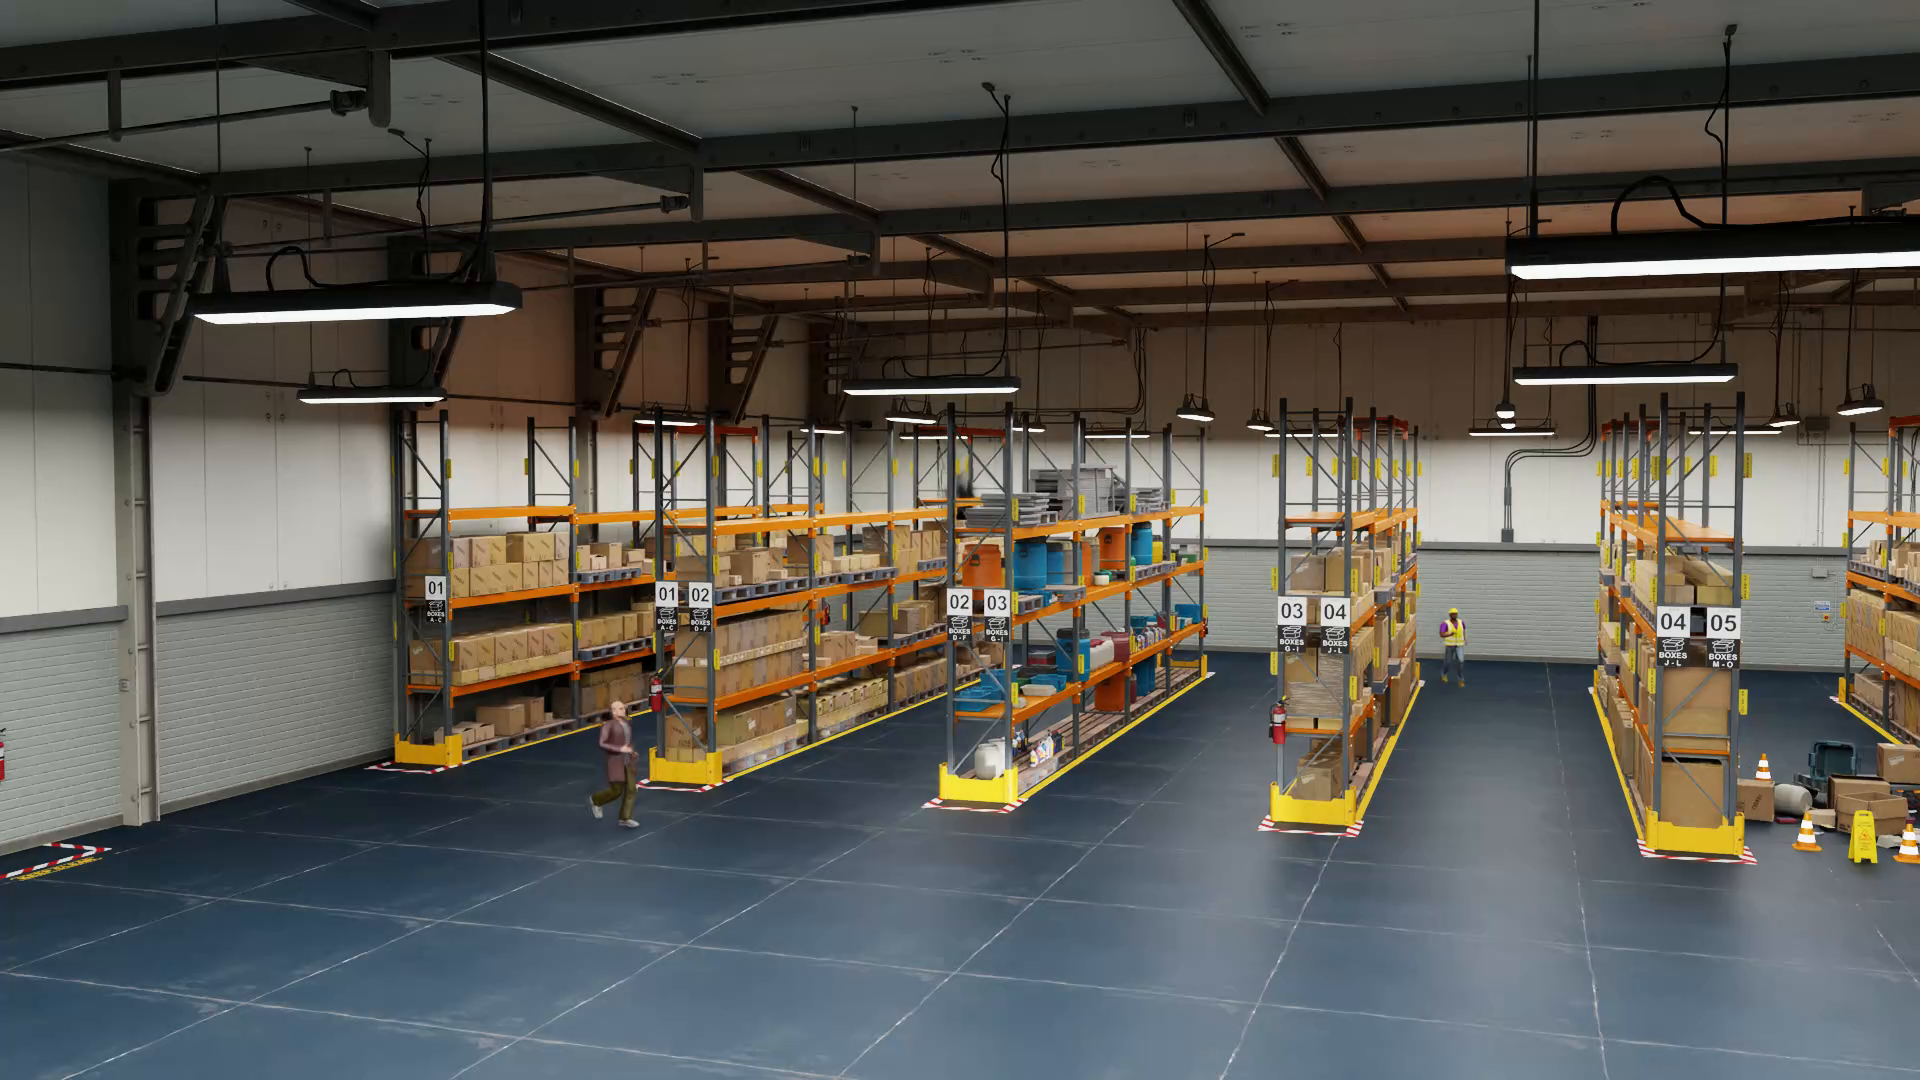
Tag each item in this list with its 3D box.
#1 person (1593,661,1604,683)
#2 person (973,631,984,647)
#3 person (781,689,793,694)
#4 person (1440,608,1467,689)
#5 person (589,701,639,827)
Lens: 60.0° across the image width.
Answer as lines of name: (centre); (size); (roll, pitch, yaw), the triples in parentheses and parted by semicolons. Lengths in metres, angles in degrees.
person: (15.088, 2.552, 38.302); (0.948, 1.575, 0.663); (1, 3, 22)
person: (0.372, 2.315, 43.147); (0.593, 1.686, 0.659); (1, 3, 26)
person: (-3.636, 2.675, 33.835); (0.635, 1.766, 0.907); (1, 3, 16)
person: (11.358, 2.463, 38.270); (0.681, 1.807, 0.896); (0, 2, 1)
person: (-4.816, 3.123, 23.295); (0.835, 1.745, 0.712); (1, 3, 29)
